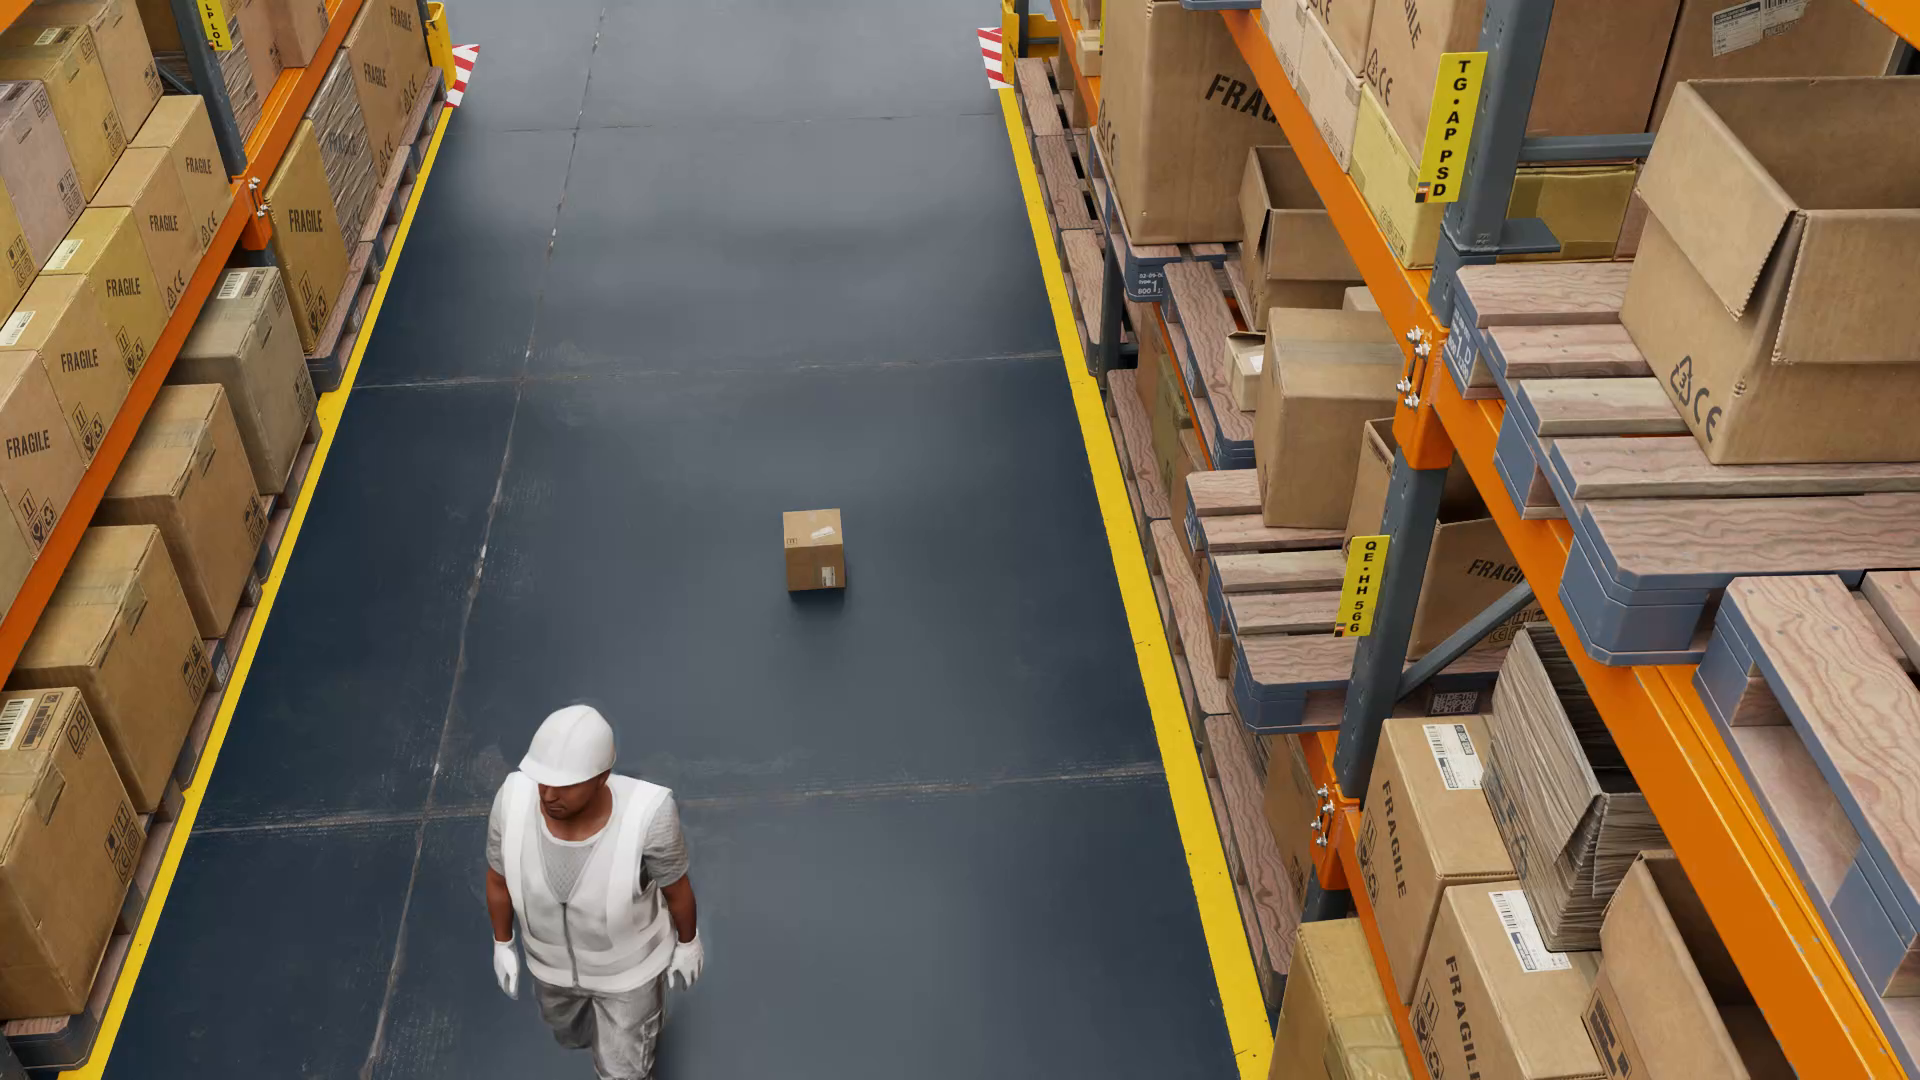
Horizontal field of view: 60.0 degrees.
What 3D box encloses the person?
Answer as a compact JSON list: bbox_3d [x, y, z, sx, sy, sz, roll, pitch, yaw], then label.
[{"bbox_3d":[-1.026,1.127,4.723,0.572,1.759,0.867,8,39,9],"label":"person"}]
